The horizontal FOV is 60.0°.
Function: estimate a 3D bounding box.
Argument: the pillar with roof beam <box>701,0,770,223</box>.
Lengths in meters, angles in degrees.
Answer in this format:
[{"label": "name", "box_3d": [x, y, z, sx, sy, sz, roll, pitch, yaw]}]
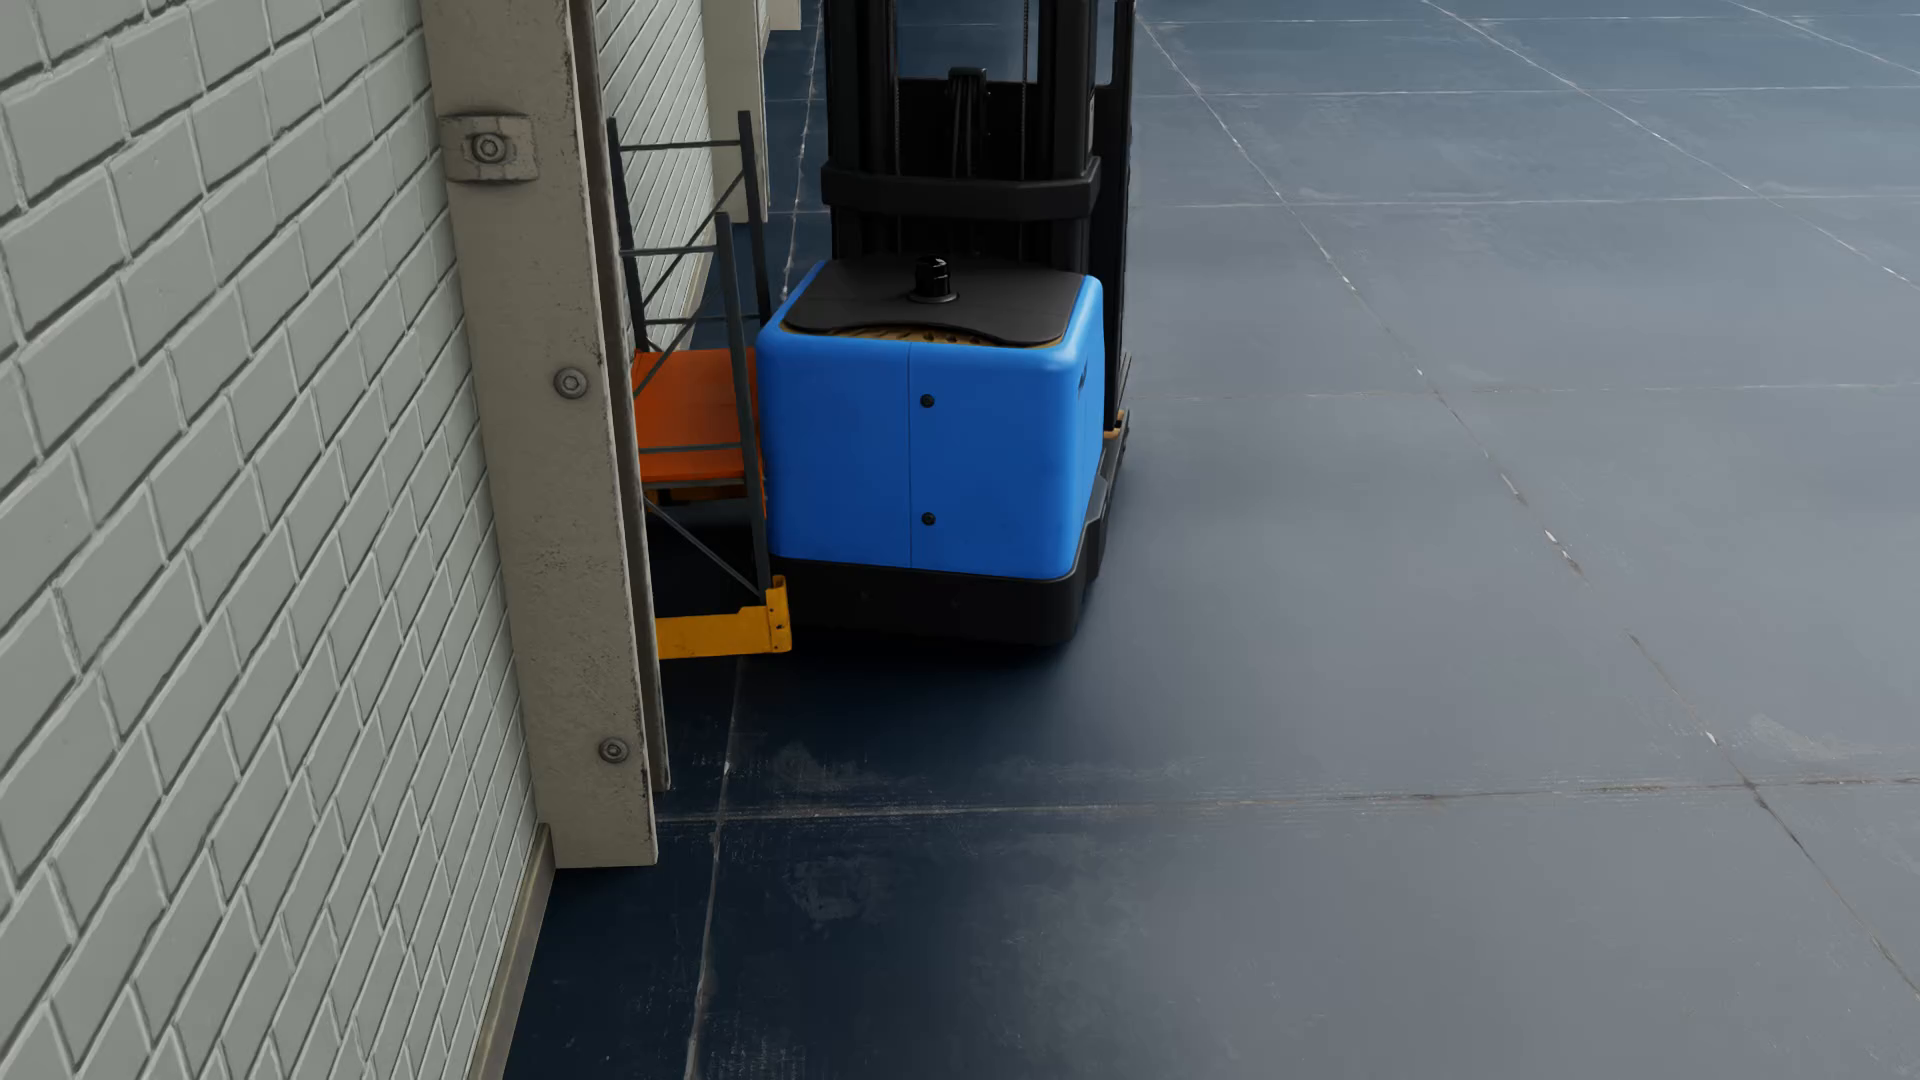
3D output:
[{"label": "pillar with roof beam", "box_3d": [2.990, -6.065, 8.147, 9.100, 9.000, 0.400, -1, 28, -3]}]

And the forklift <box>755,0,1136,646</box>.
[{"label": "forklift", "box_3d": [0.108, -1.613, 6.174, 1.130, 2.935, 3.031, 5, 28, 9]}]

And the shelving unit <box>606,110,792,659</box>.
[{"label": "shelving unit", "box_3d": [-0.906, -0.532, 5.573, 0.587, 1.500, 1.083, -3, 31, -1]}]

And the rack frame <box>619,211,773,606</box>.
[{"label": "rack frame", "box_3d": [-0.882, -0.278, 5.144, 0.500, 1.500, 0.032, -3, 31, -1]}]

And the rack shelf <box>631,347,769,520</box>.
[{"label": "rack shelf", "box_3d": [-0.900, -0.382, 5.672, 0.538, 0.185, 1.000, -3, 31, -1]}]

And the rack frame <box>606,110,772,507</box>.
[{"label": "rack frame", "box_3d": [-0.932, -0.794, 6.018, 0.500, 1.500, 0.032, -3, 31, -1]}]

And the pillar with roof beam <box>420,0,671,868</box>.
[{"label": "pillar with roof beam", "box_3d": [3.303, -3.294, 2.834, 9.100, 9.000, 0.400, -1, 28, -3]}]

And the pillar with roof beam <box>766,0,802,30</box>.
[{"label": "pillar with roof beam", "box_3d": [2.677, -8.835, 13.459, 9.100, 9.000, 0.400, -1, 28, -3]}]

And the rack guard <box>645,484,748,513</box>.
[{"label": "rack guard", "box_3d": [-0.906, -0.247, 6.320, 0.587, 0.250, 0.087, -3, 31, -1]}]

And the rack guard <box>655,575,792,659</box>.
[{"label": "rack guard", "box_3d": [-0.857, 0.258, 5.463, 0.587, 0.250, 0.087, -3, 31, -1]}]
